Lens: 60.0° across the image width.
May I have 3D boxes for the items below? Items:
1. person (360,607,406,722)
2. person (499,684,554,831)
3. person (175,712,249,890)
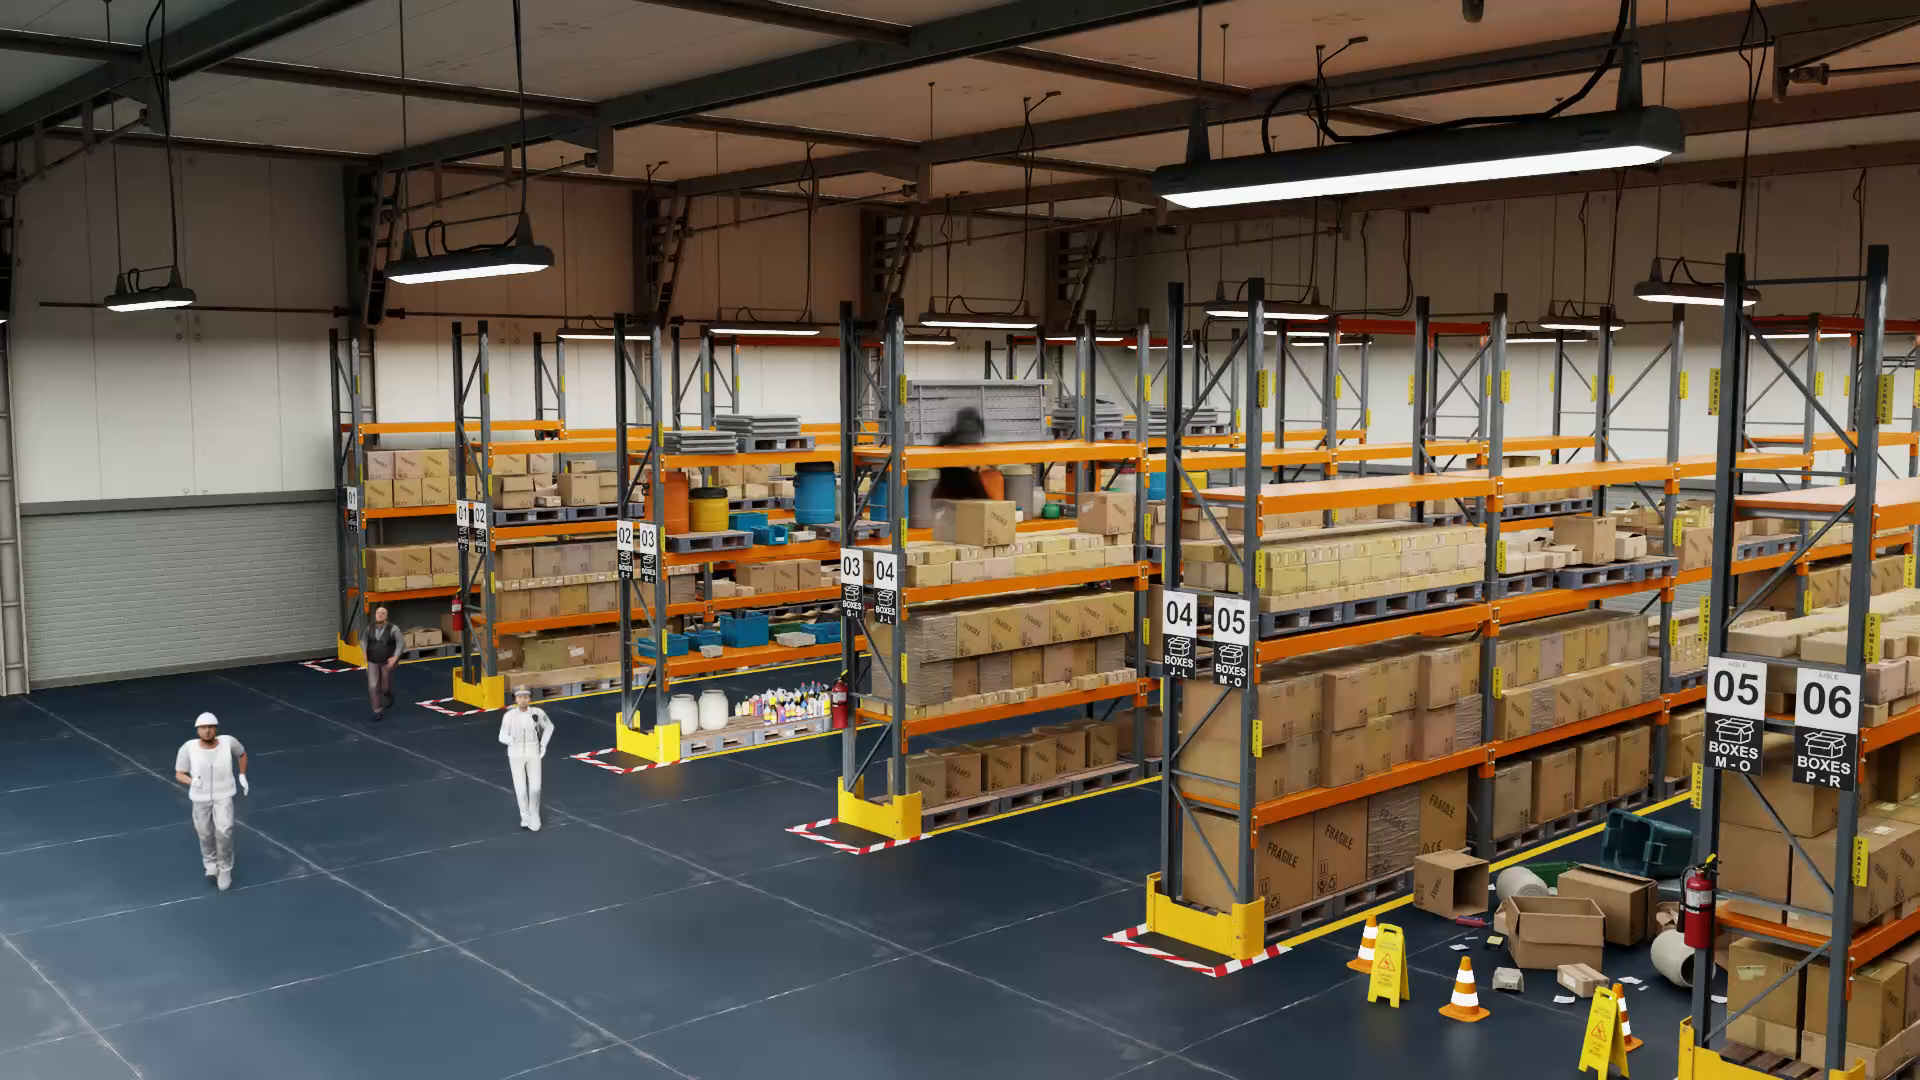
[{"bbox_3d":[-8.735,1.854,25.166,0.681,1.689,0.722,-1,6,-6],"label":"person"},{"bbox_3d":[-4.909,2.471,18.827,0.598,1.691,0.627,-1,6,-11],"label":"person"},{"bbox_3d":[-7.532,2.628,16.764,0.657,1.809,0.822,-2,6,-21],"label":"person"}]
